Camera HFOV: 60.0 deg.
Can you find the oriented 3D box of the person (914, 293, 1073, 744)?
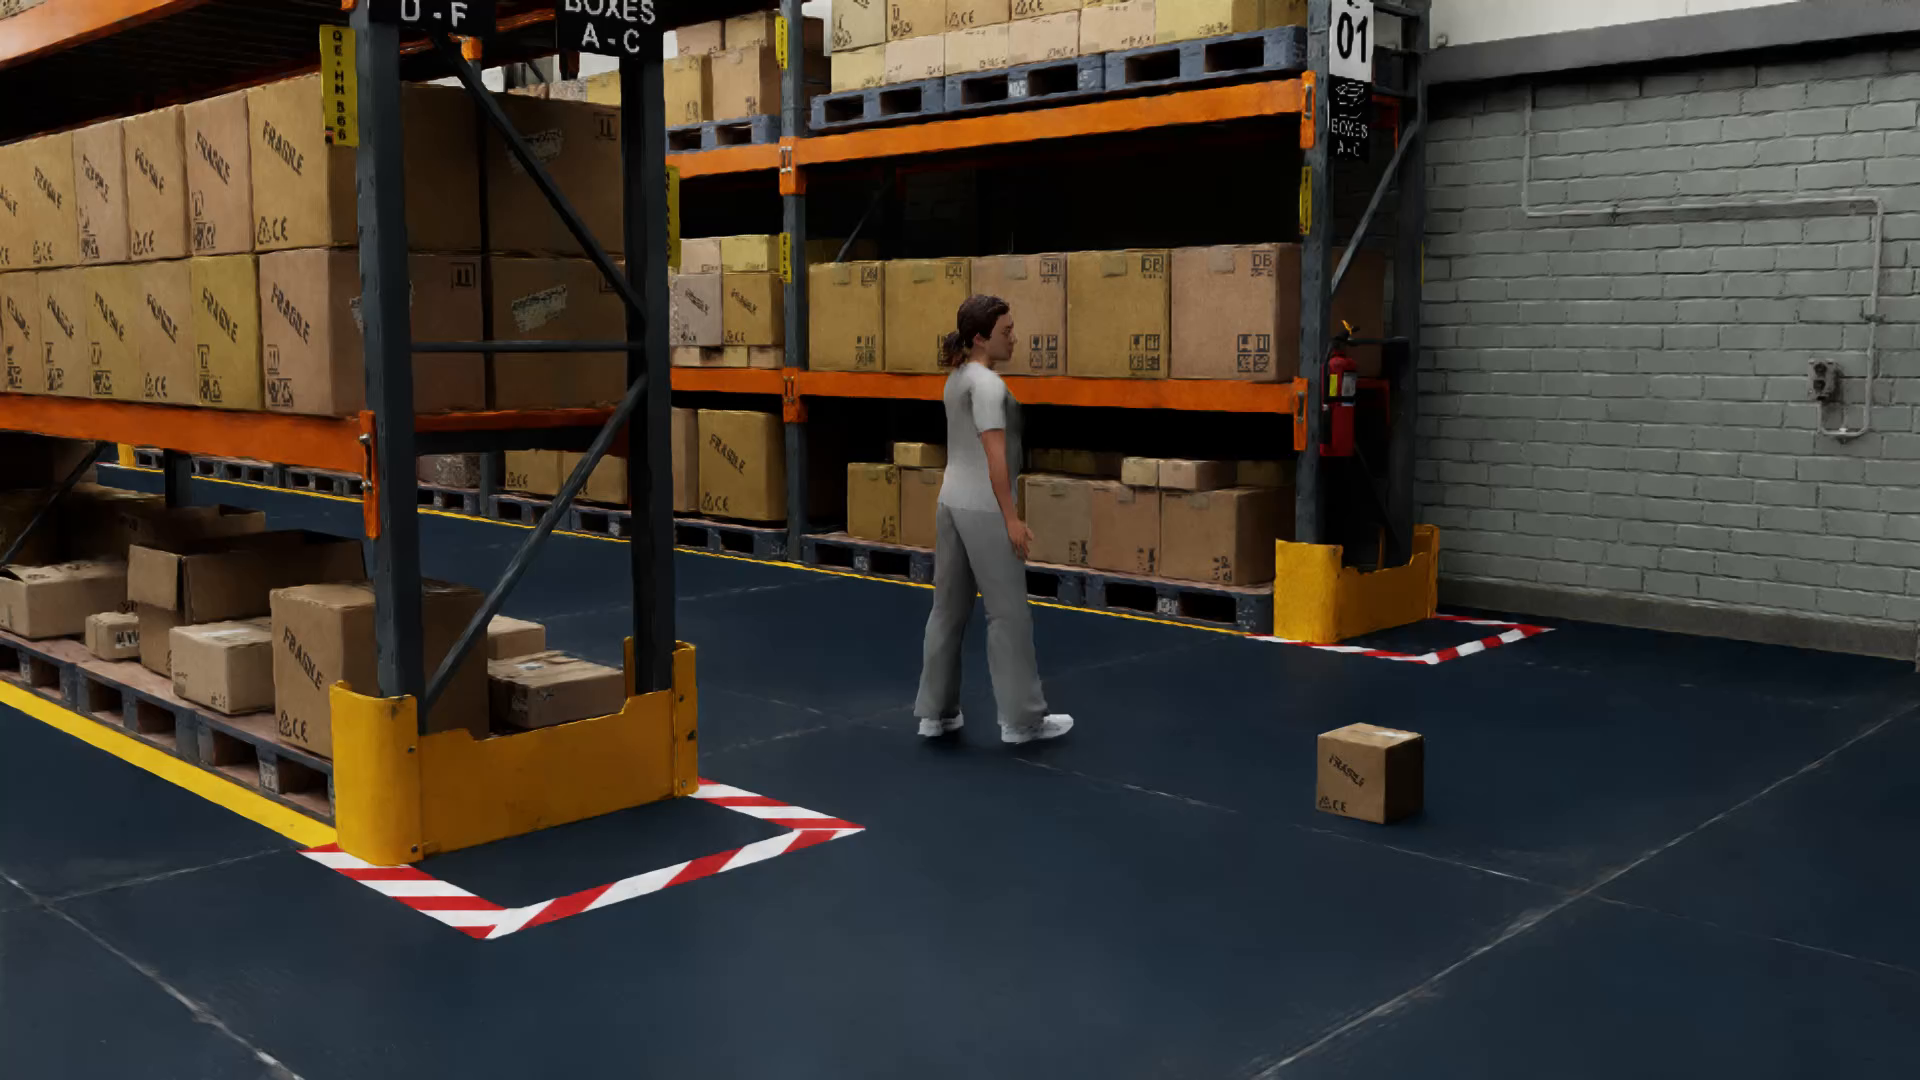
[{"bbox_3d":[0.133,-0.079,6.214,0.574,1.668,0.561,-3,8,-23],"label":"person"}]
